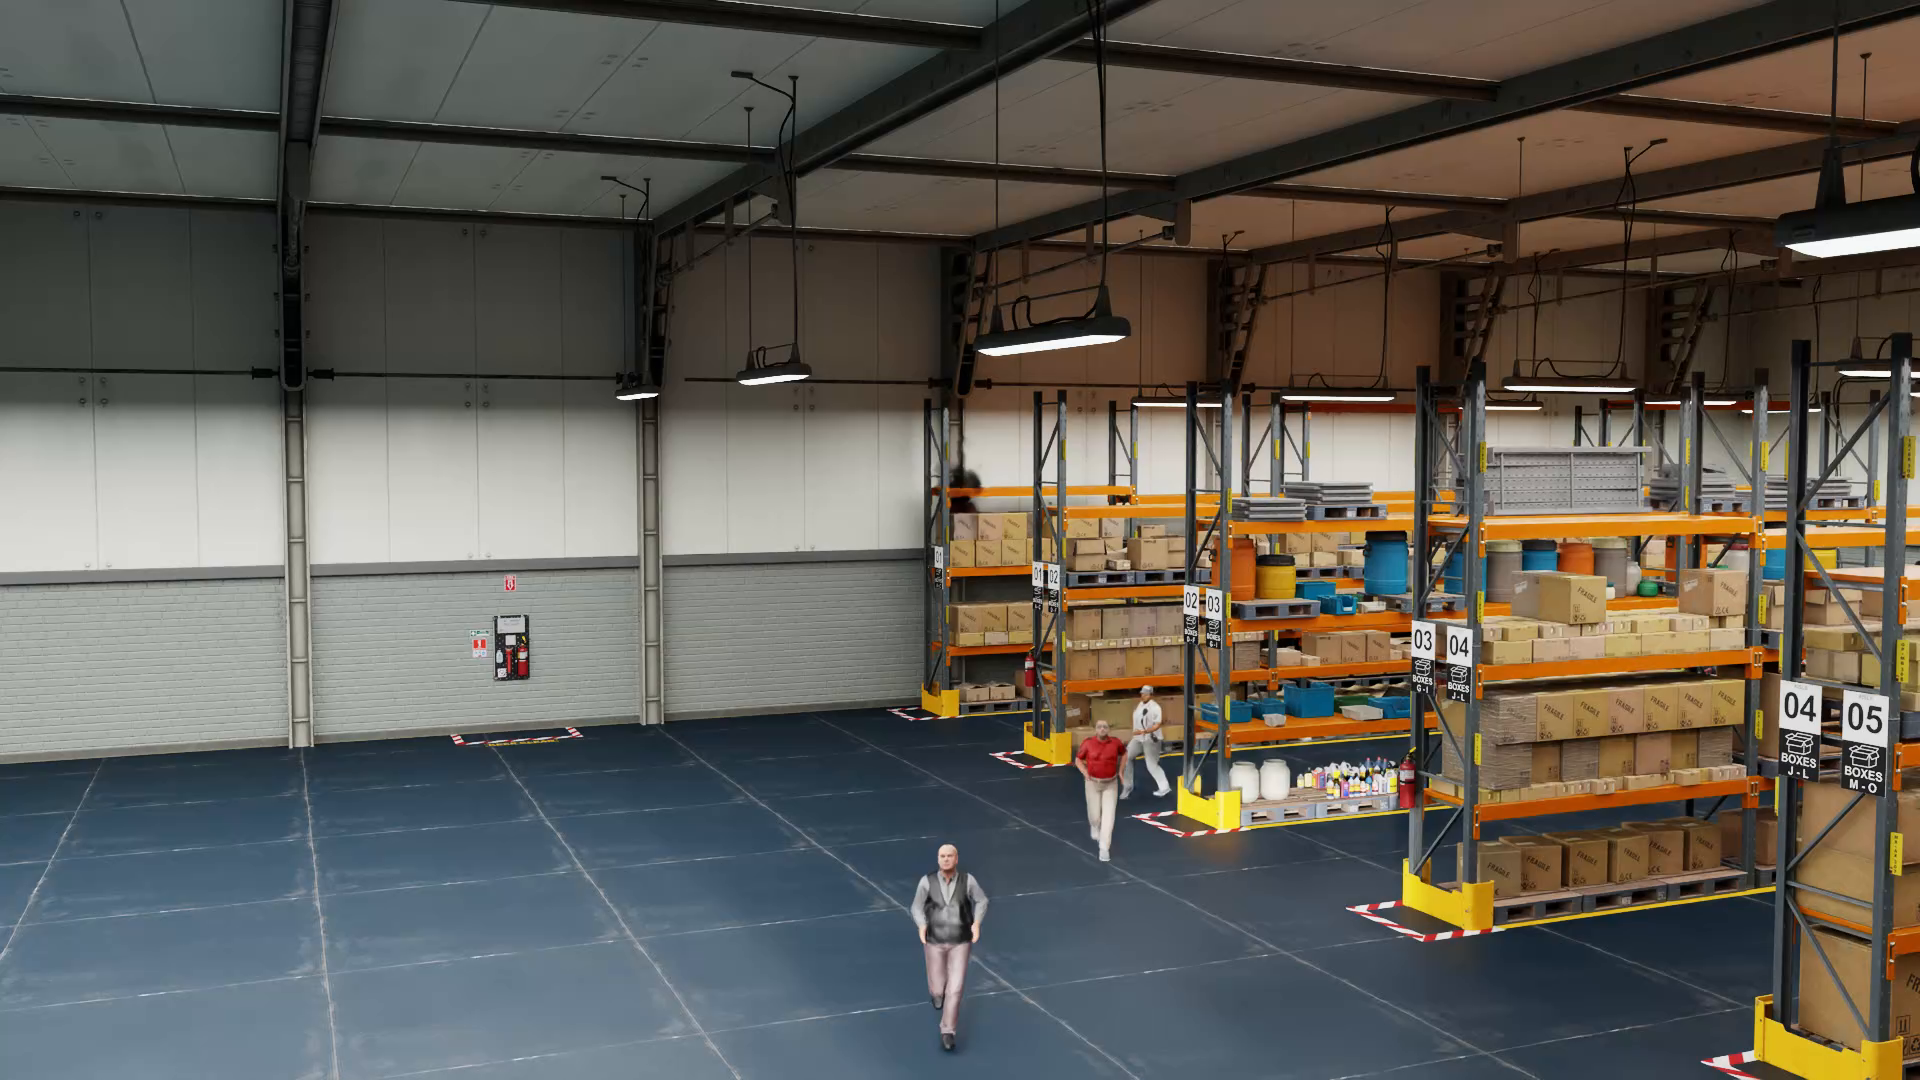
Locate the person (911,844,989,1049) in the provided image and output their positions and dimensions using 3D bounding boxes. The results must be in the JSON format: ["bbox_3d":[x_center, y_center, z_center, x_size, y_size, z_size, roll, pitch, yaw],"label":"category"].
[{"bbox_3d":[-0.091,3.483,14.423,0.676,1.686,0.808,0,3,1],"label":"person"}]

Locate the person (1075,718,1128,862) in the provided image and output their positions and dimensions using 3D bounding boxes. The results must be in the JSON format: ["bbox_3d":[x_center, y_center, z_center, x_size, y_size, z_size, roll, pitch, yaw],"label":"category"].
[{"bbox_3d":[1.777,3.087,20.853,0.665,1.722,0.921,0,3,3],"label":"person"}]

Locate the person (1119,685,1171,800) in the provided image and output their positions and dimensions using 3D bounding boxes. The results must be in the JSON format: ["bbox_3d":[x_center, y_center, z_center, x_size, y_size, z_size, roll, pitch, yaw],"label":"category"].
[{"bbox_3d":[2.715,2.934,24.050,0.737,1.704,0.609,-2,4,-29],"label":"person"}]
